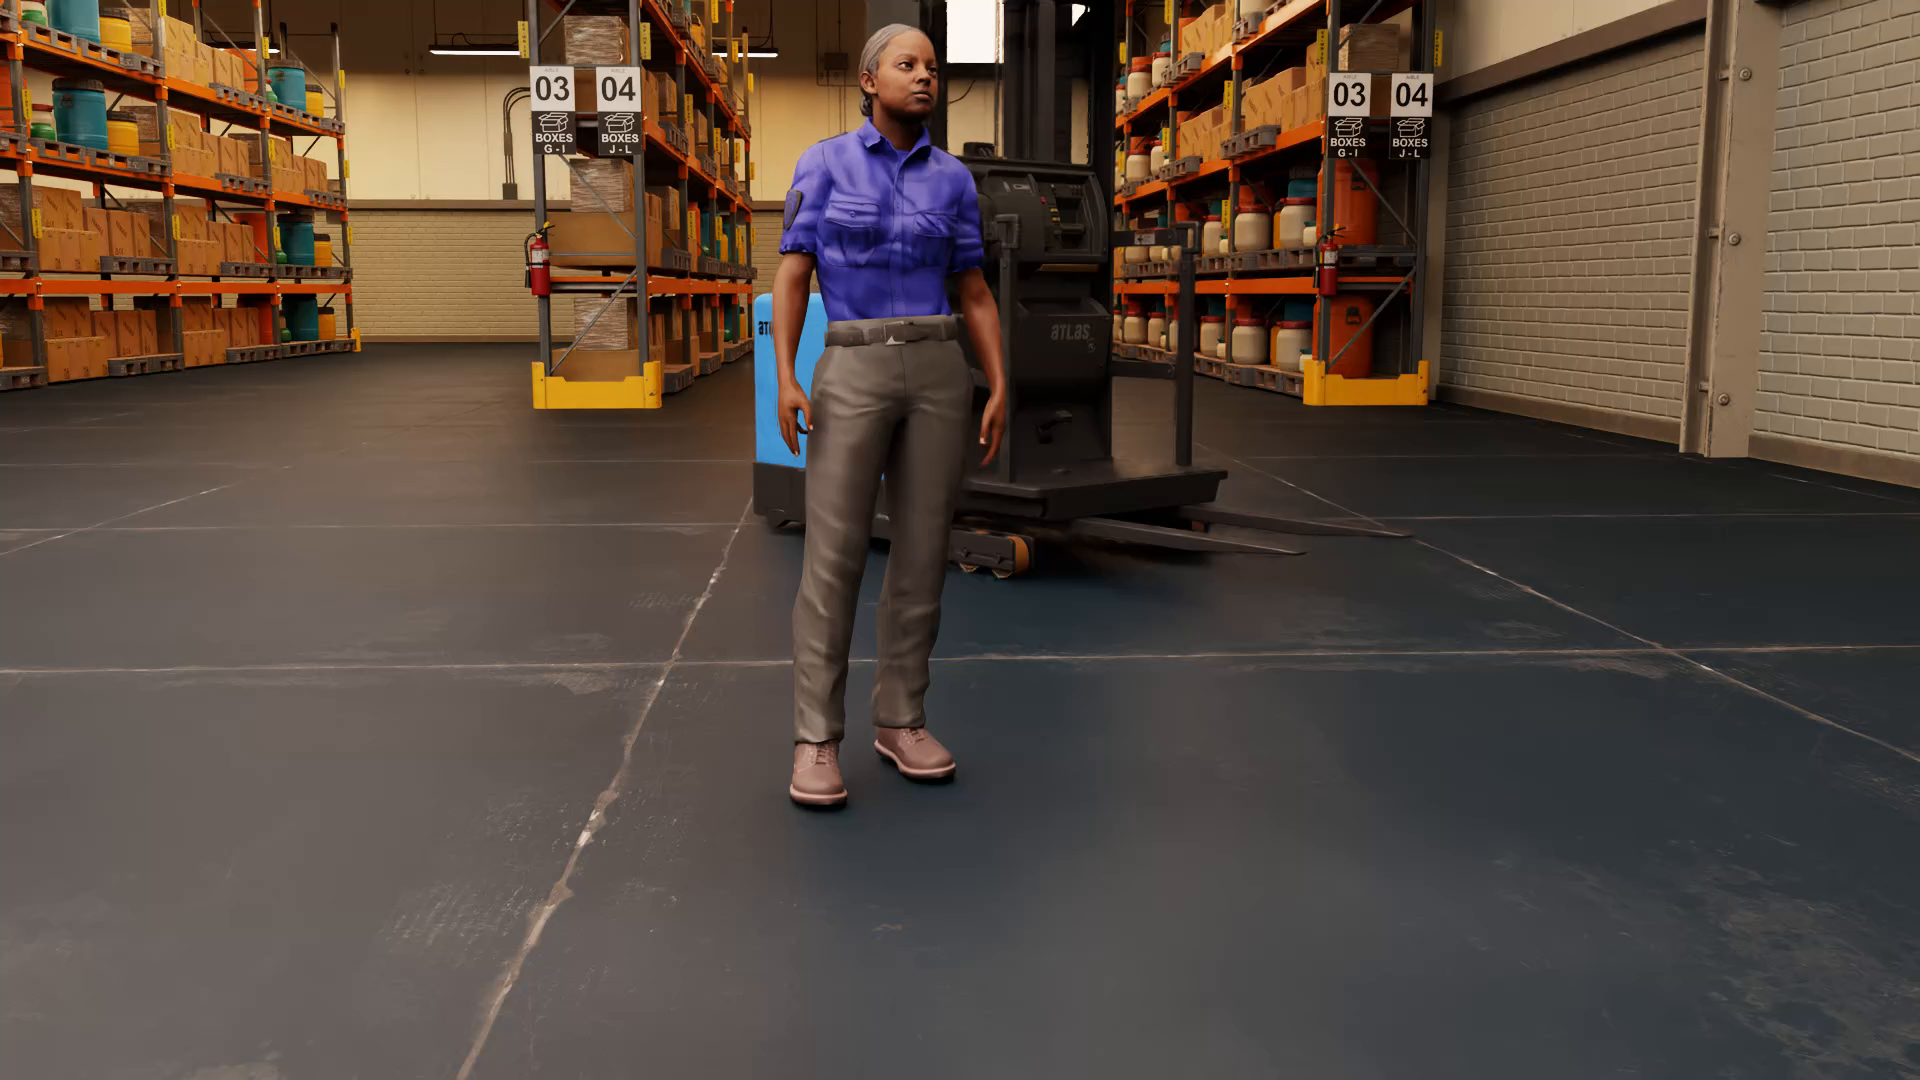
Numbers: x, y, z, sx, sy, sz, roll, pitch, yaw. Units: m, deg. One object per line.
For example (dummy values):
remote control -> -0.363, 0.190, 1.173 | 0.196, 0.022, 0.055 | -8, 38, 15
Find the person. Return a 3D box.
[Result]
person -> -0.143, -0.300, 3.651 | 0.570, 1.654, 0.504 | -3, 9, -19

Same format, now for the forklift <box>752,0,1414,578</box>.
forklift -> 0.385, -1.386, 6.667 | 1.130, 2.935, 3.031 | -7, 11, -40
